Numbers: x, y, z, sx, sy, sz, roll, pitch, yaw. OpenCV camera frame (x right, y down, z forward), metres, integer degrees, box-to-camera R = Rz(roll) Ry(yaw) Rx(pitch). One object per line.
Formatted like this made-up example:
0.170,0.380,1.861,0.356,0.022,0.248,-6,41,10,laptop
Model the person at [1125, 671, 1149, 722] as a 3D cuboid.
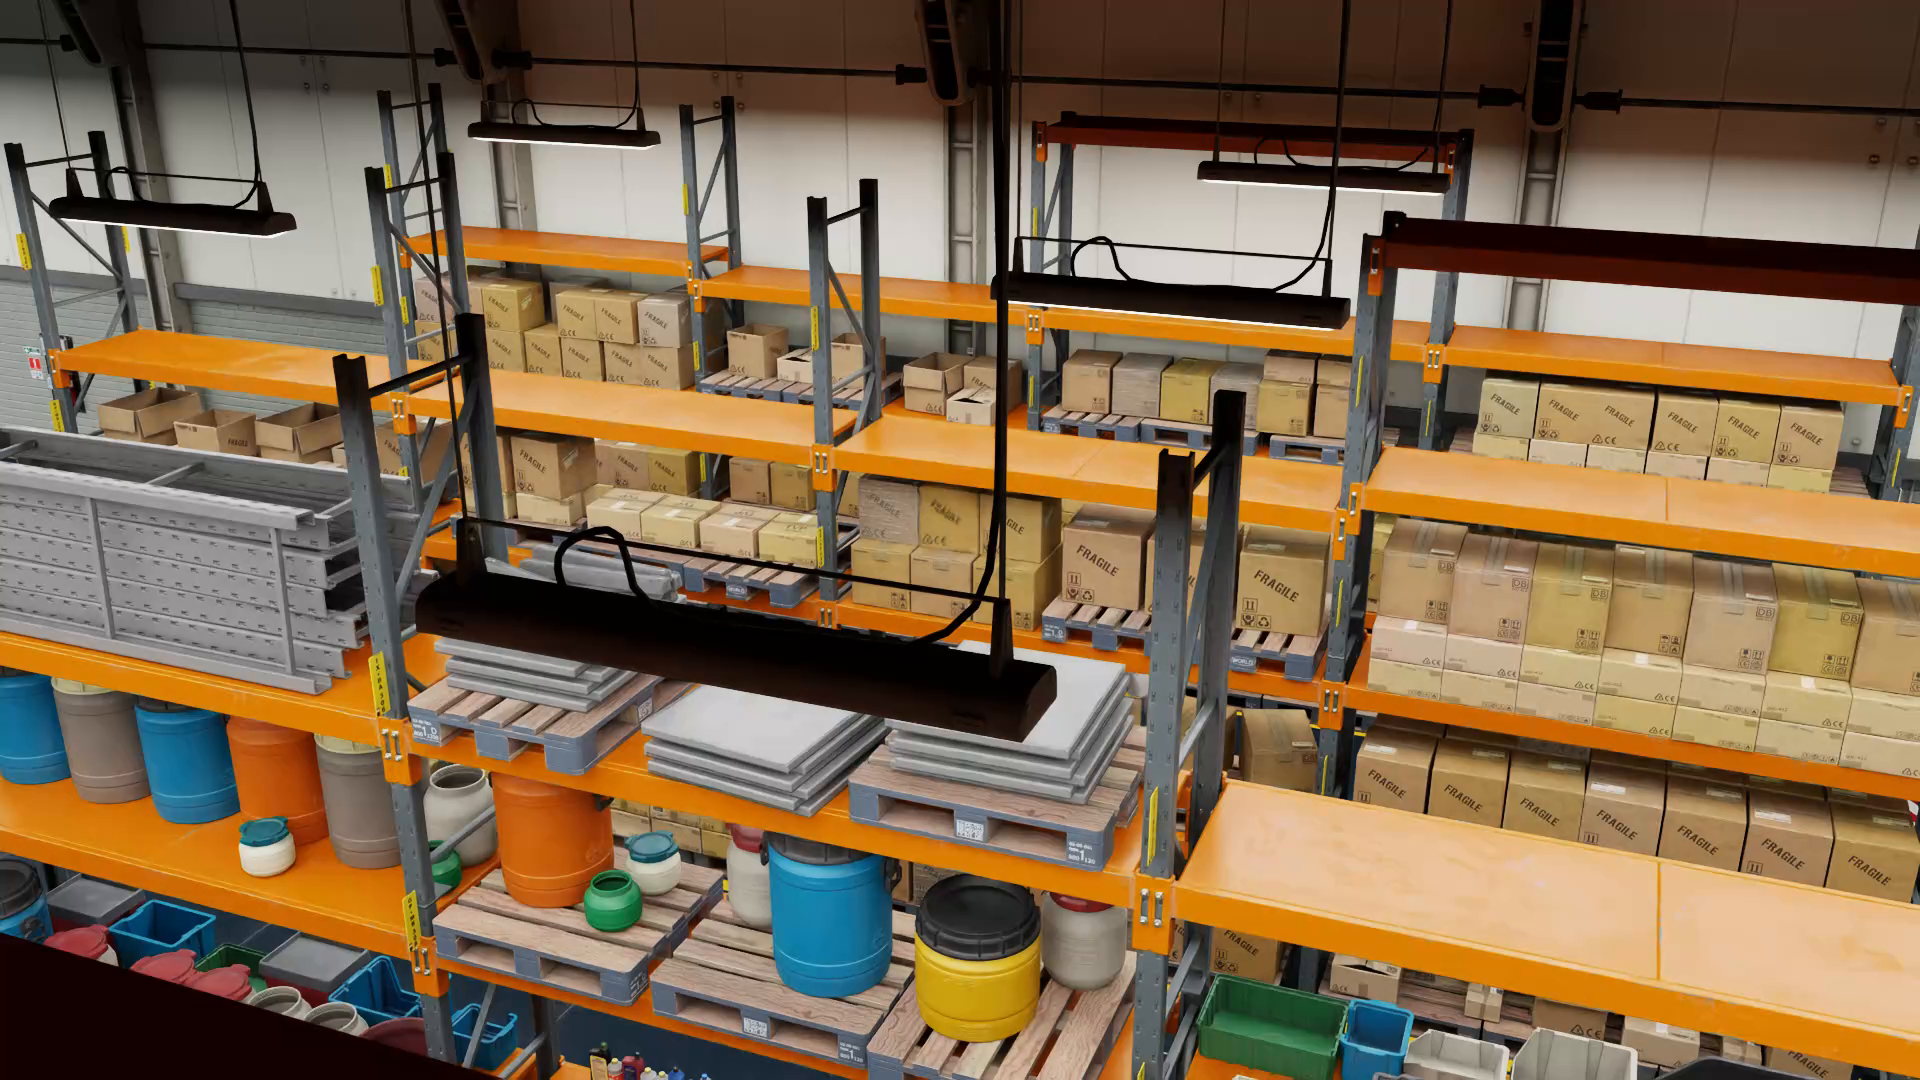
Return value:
1.667,1.287,16.649,1.114,1.621,0.666,5,21,12,person
